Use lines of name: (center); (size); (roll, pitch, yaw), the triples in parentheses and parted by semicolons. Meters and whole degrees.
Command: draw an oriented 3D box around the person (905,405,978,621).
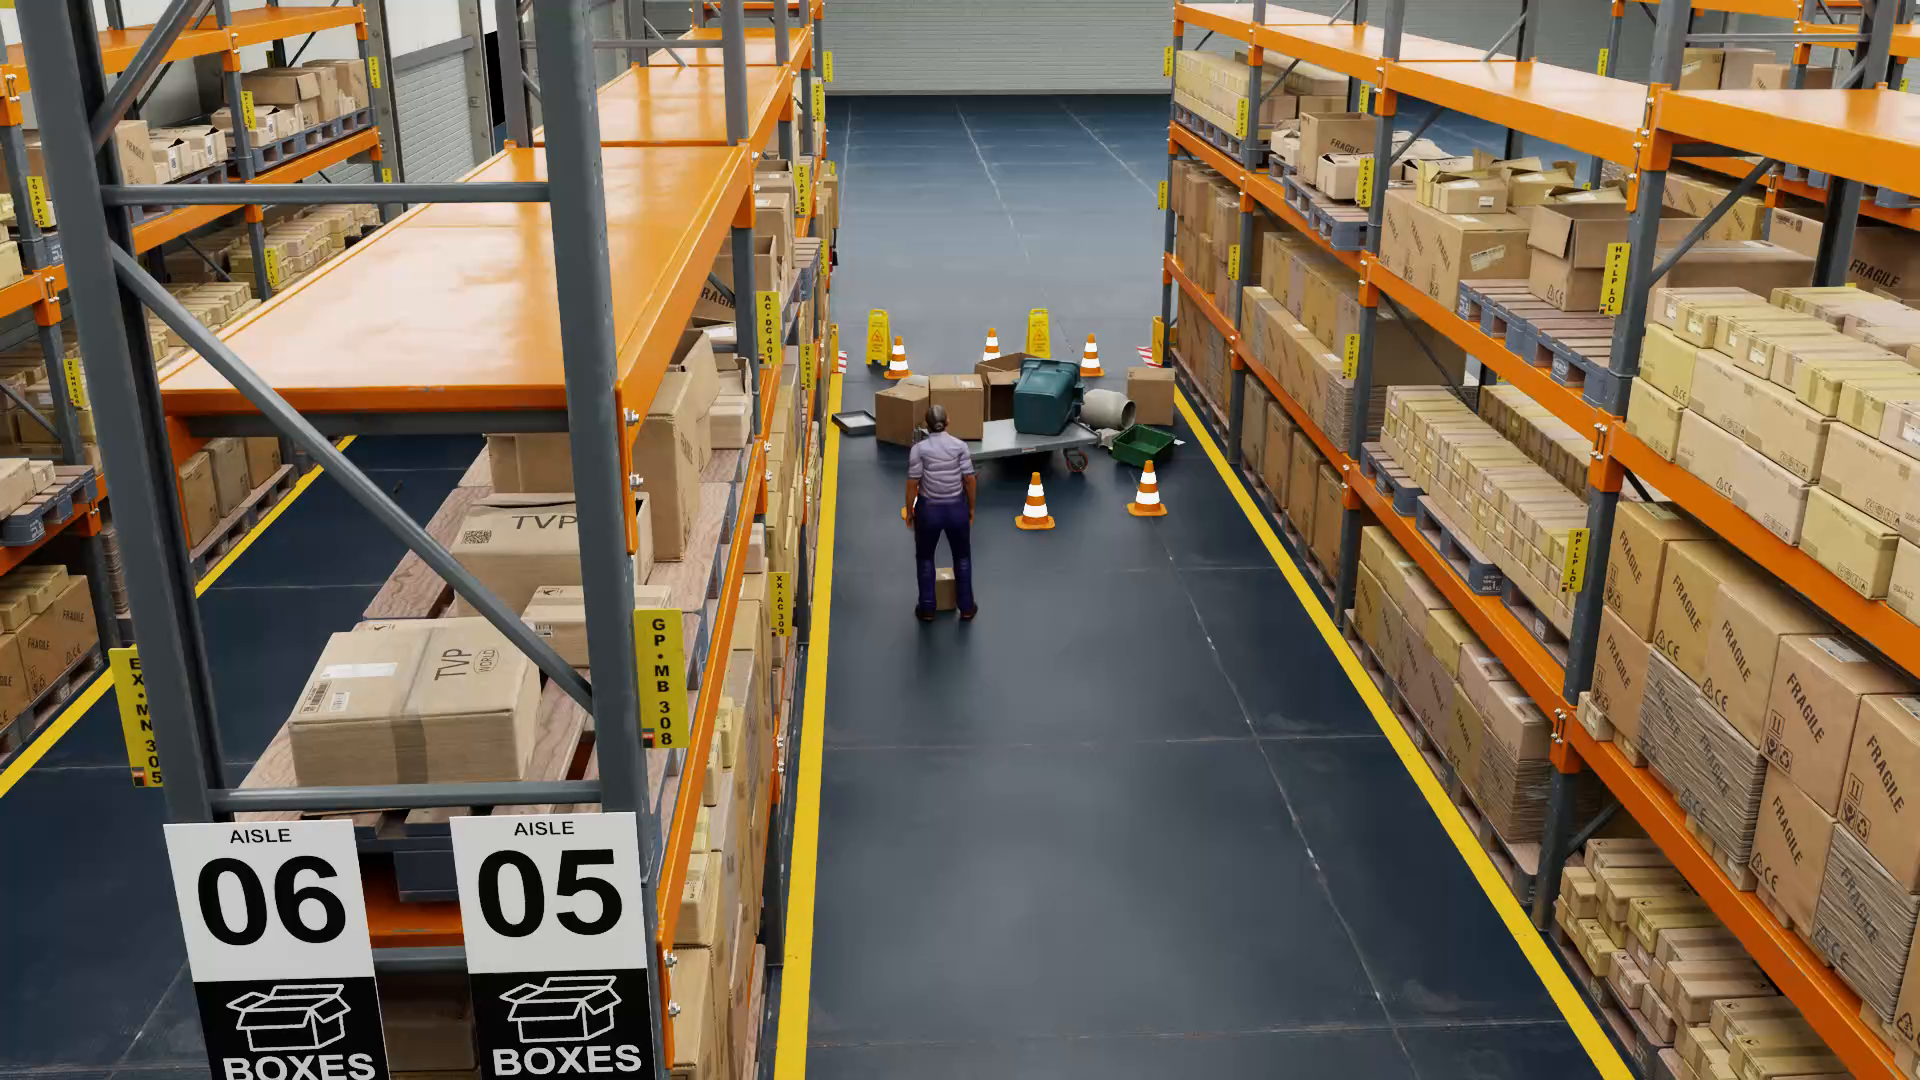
person: (-0.129, -0.194, 12.425); (0.565, 1.651, 0.370); (-3, 21, -8)
